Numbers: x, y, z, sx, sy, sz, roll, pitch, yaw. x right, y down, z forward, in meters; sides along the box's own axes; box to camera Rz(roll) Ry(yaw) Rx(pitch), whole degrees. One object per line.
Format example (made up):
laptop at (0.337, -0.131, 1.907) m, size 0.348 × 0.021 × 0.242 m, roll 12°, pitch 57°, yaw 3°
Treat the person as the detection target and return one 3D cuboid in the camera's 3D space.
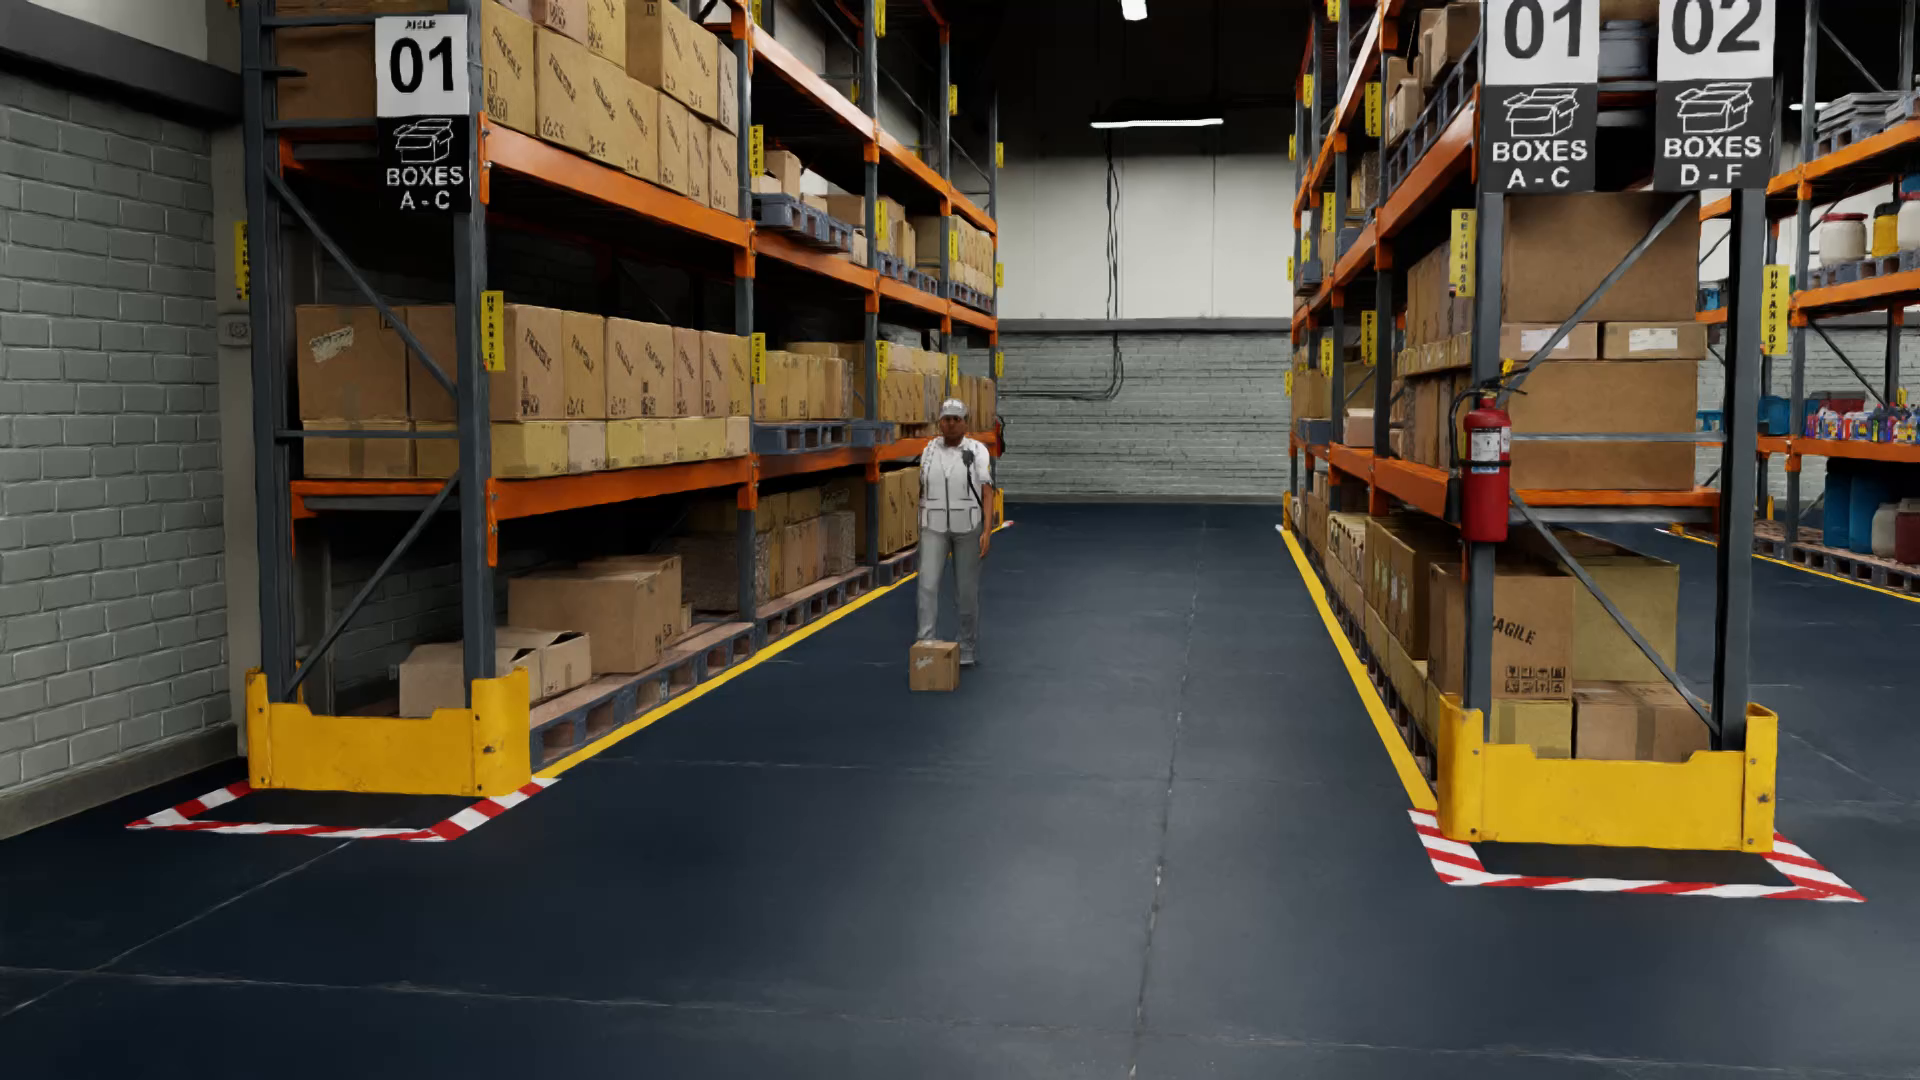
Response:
person at (-0.049, -0.037, 10.182) m, size 0.475 × 1.655 × 0.666 m, roll 1°, pitch 5°, yaw 7°
